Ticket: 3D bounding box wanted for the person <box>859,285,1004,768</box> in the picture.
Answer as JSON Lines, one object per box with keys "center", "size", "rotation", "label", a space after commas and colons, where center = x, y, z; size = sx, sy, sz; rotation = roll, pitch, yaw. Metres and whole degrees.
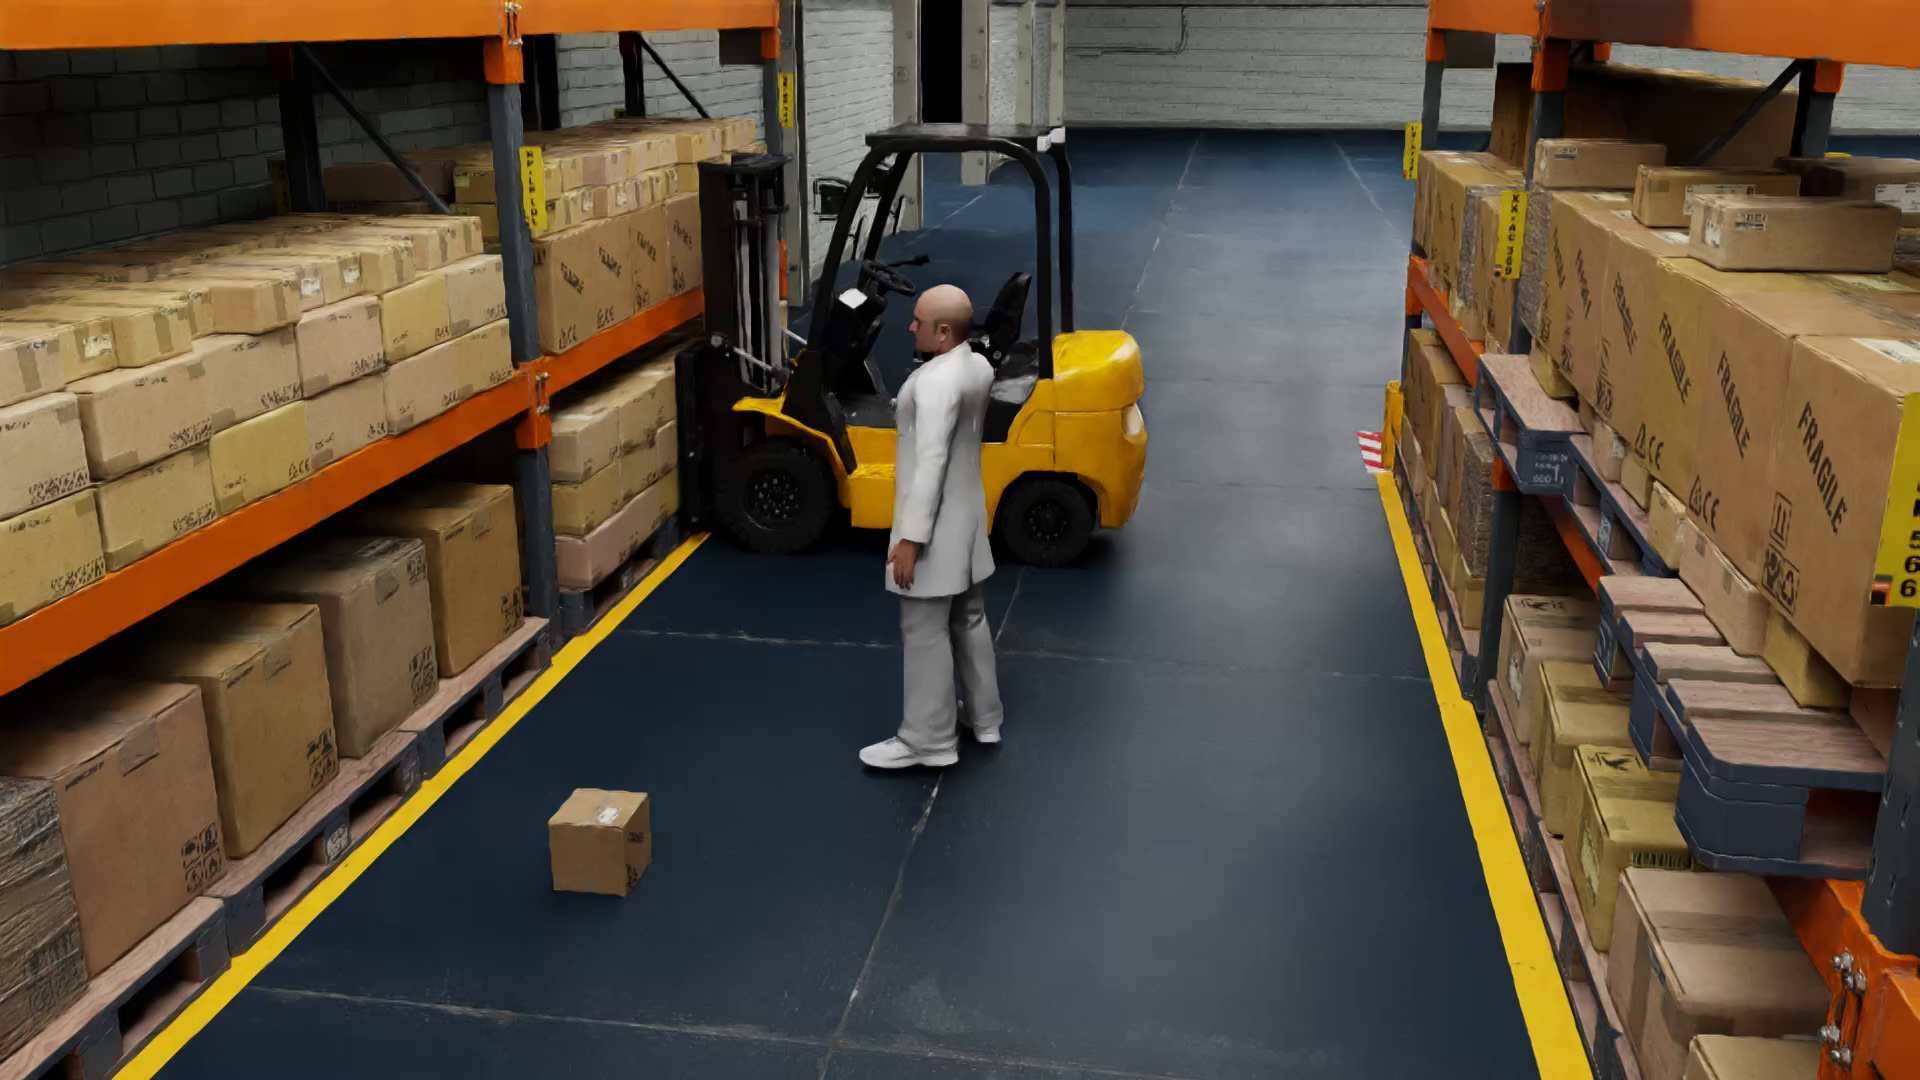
{"center": [-0.080, -0.055, 6.154], "size": [0.428, 1.784, 0.717], "rotation": [7, 19, 22], "label": "person"}
